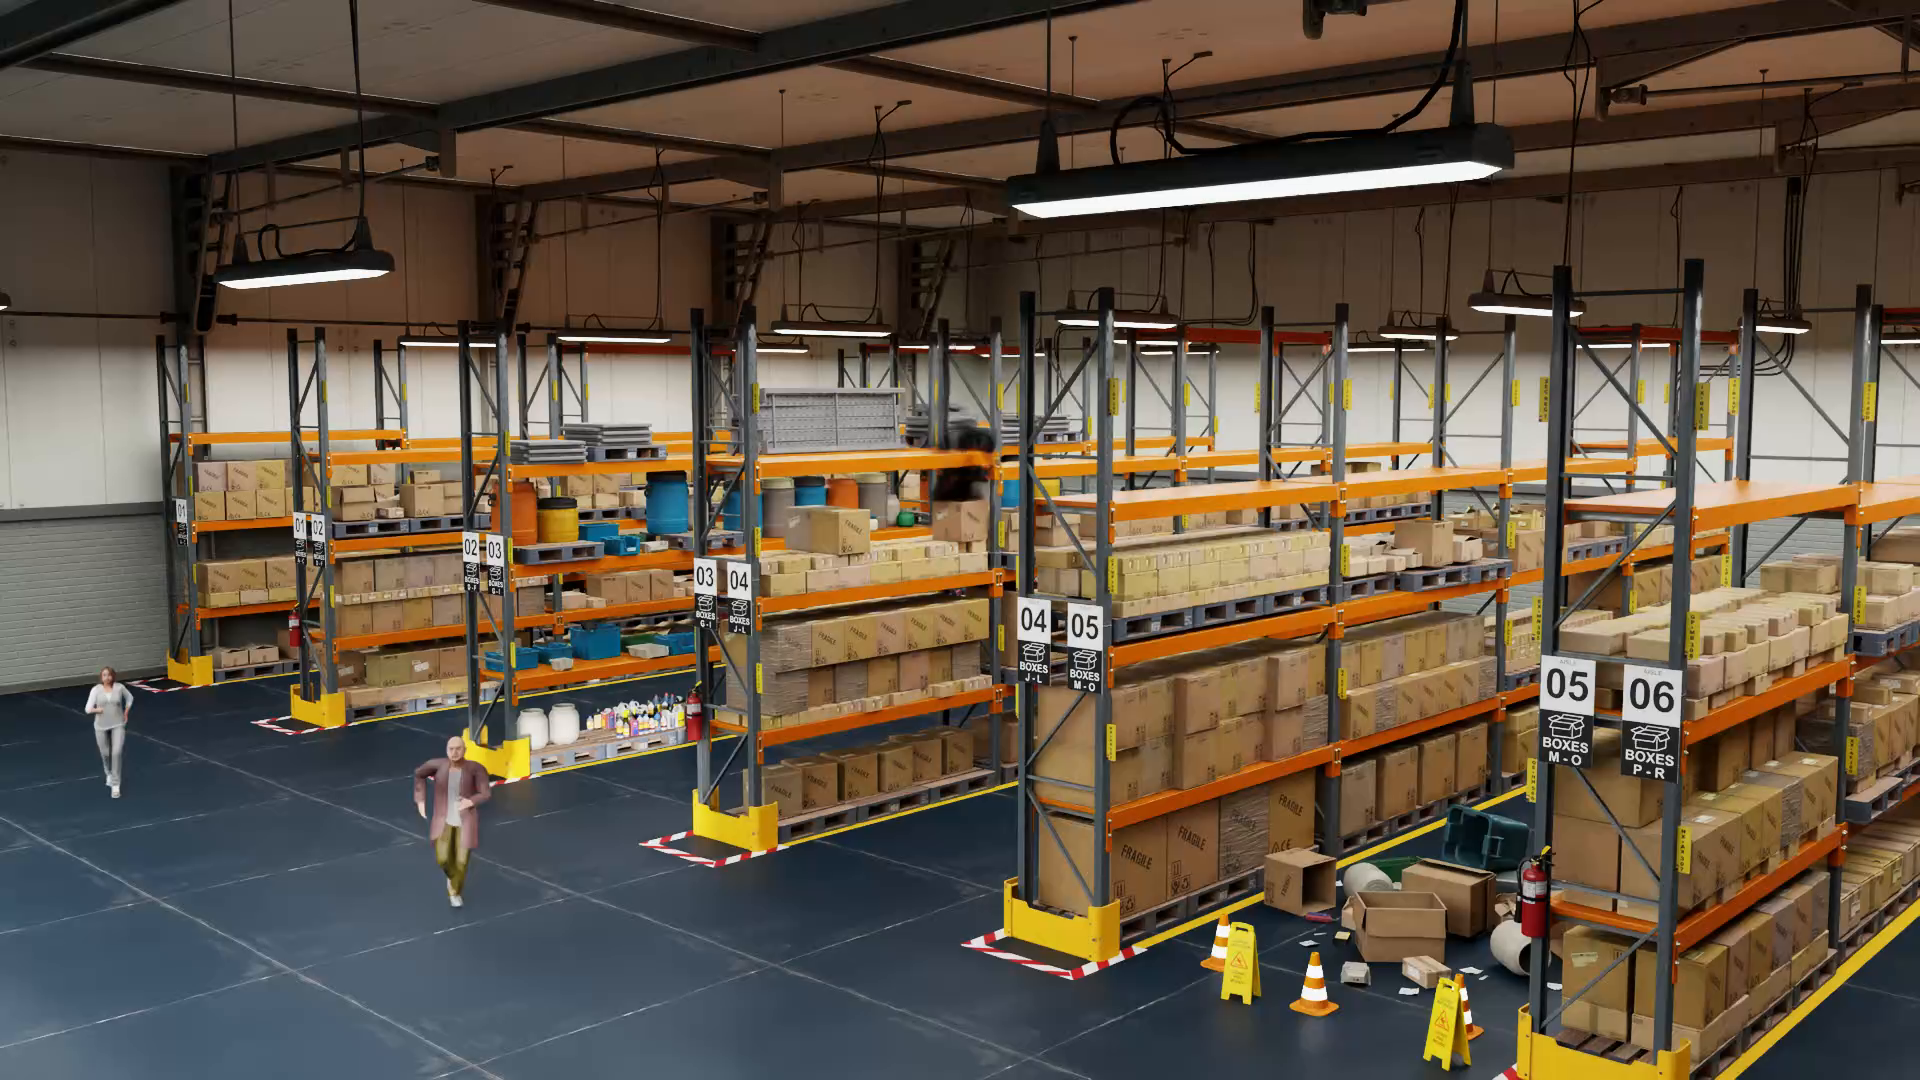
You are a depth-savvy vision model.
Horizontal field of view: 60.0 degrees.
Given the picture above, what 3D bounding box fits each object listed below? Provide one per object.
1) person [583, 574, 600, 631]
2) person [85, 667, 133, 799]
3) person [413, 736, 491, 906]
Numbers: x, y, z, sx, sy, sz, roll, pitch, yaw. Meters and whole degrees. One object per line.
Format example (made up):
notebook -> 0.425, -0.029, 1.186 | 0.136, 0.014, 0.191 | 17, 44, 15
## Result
person -> -6.942, 1.436, 31.140 | 0.524, 1.610, 0.550 | -5, 7, -40
person -> -10.674, 2.383, 20.883 | 0.539, 1.592, 0.833 | -2, 6, -24
person -> -4.962, 2.767, 16.235 | 0.755, 1.730, 0.817 | -1, 5, -11
